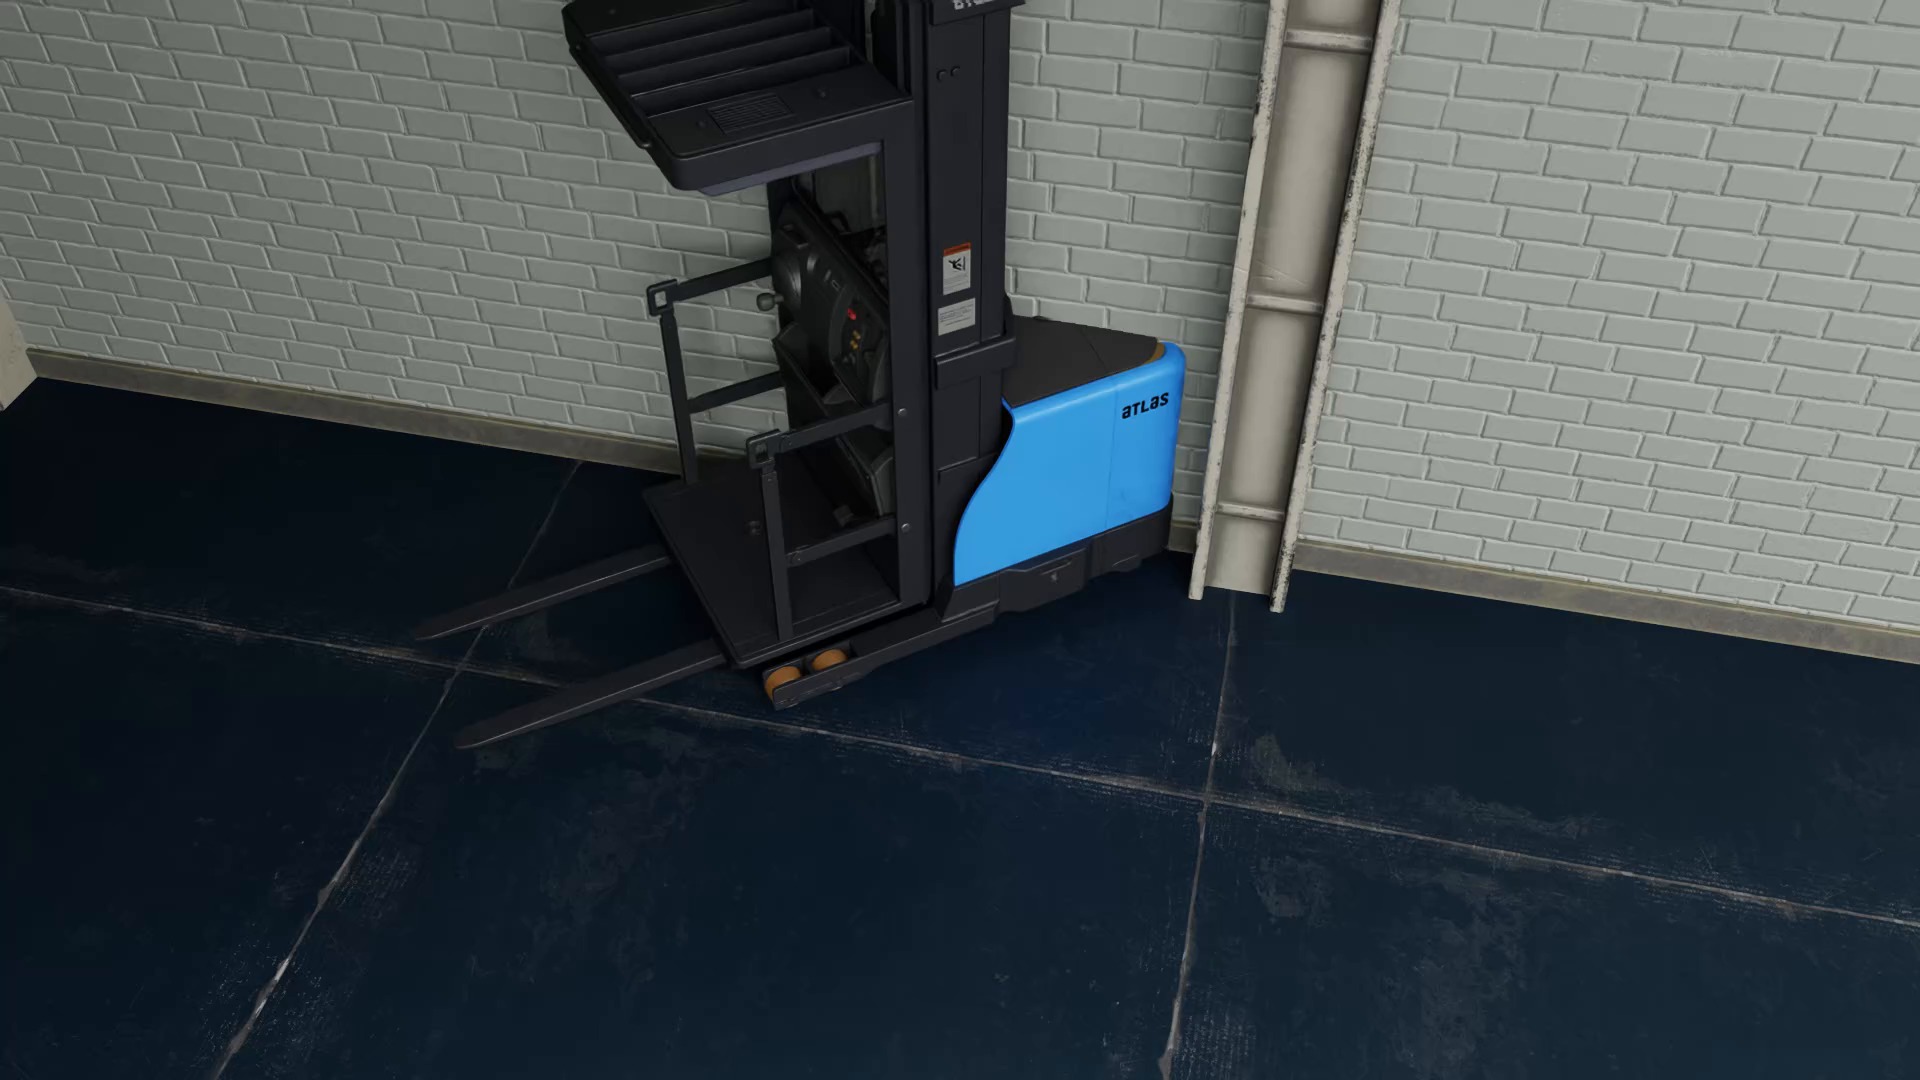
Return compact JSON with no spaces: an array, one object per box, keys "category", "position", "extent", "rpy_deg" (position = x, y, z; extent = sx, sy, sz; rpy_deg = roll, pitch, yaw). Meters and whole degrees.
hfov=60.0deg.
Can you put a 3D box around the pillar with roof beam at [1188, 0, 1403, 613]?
[{"category":"pillar with roof beam","position":[0.239,-0.161,0.888],"extent":[0.400,9.000,9.100],"rpy_deg":[9,45,9]}]

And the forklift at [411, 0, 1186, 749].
[{"category":"forklift","position":[-0.657,-0.819,5.947],"extent":[3.031,2.935,1.130],"rpy_deg":[-20,47,-19]}]

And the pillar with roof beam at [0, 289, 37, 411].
[{"category":"pillar with roof beam","position":[-5.616,-1.069,1.832],"extent":[0.400,9.000,9.100],"rpy_deg":[9,45,9]}]
